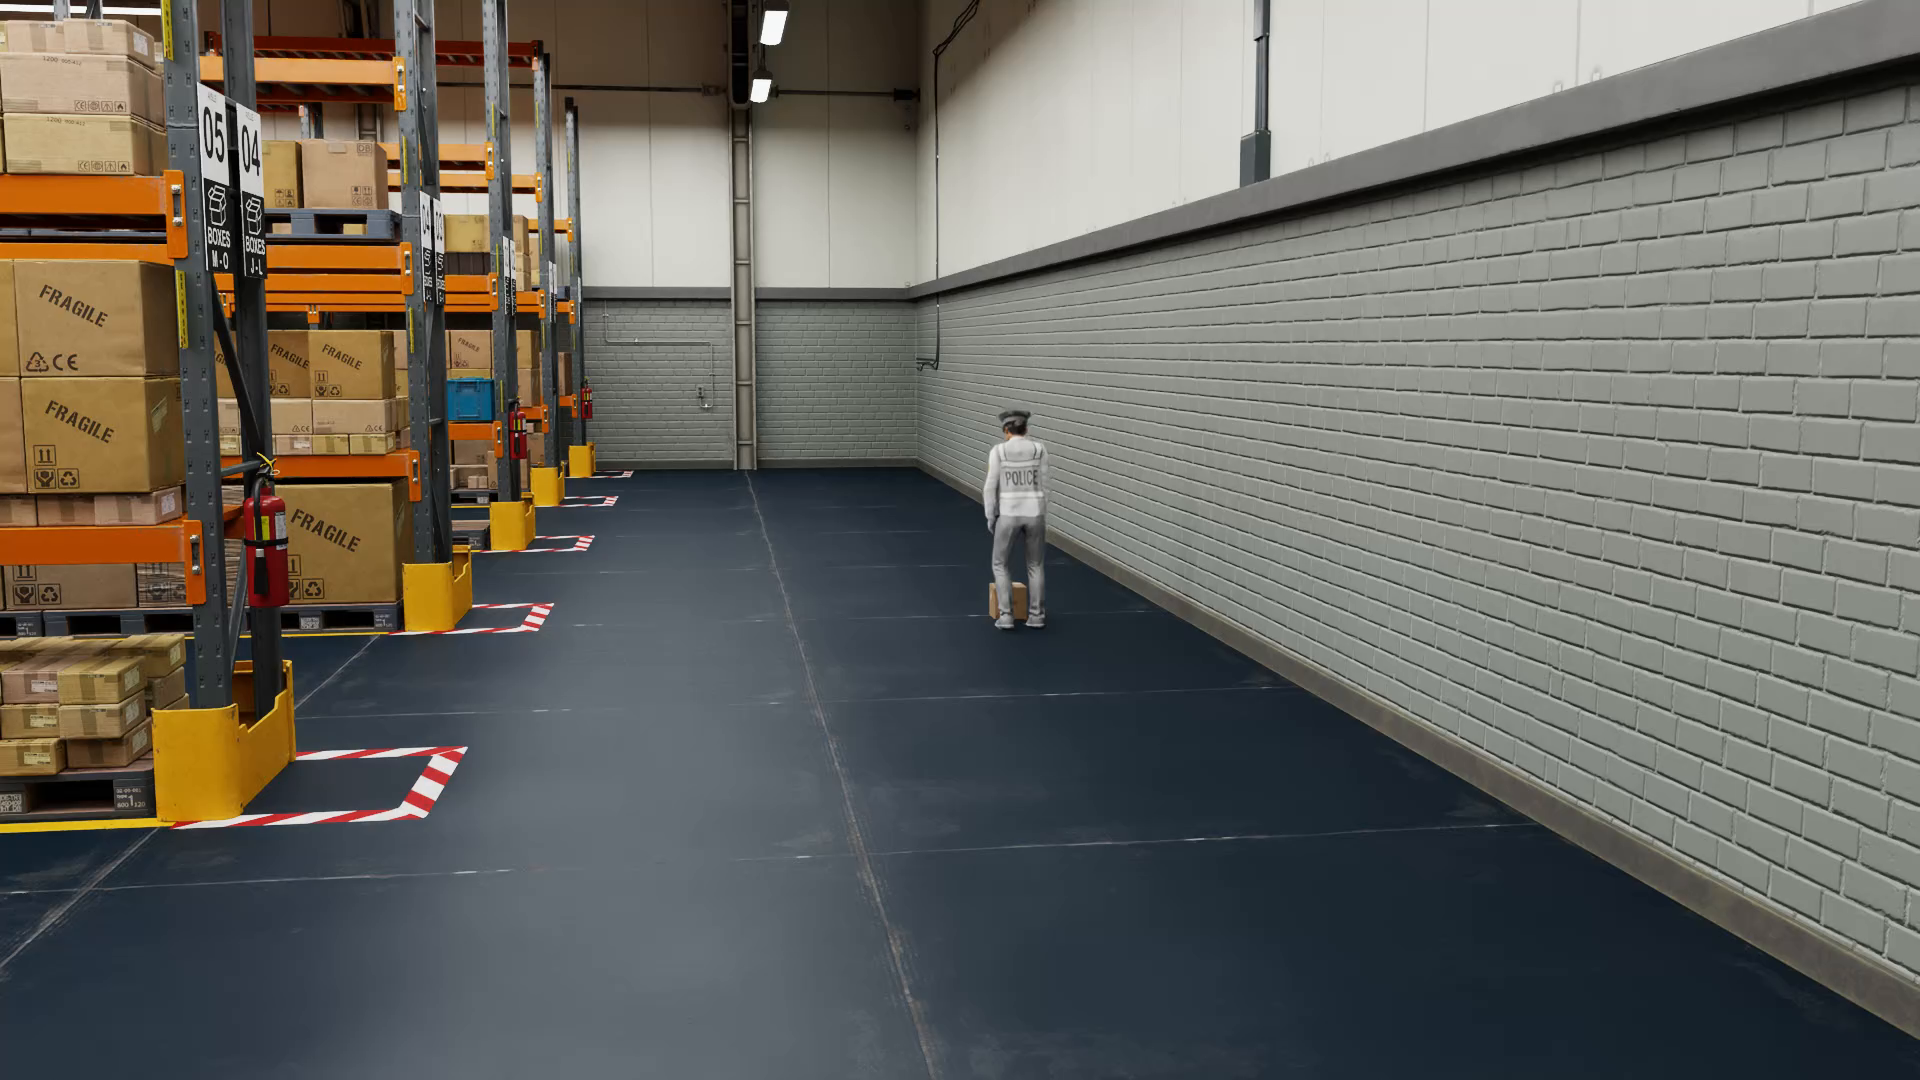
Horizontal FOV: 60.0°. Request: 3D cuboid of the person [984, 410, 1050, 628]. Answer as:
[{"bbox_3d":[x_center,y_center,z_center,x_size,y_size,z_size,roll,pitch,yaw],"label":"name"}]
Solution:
[{"bbox_3d":[0.420,-0.150,12.354,0.500,1.626,0.446,-1,7,-7],"label":"person"}]
